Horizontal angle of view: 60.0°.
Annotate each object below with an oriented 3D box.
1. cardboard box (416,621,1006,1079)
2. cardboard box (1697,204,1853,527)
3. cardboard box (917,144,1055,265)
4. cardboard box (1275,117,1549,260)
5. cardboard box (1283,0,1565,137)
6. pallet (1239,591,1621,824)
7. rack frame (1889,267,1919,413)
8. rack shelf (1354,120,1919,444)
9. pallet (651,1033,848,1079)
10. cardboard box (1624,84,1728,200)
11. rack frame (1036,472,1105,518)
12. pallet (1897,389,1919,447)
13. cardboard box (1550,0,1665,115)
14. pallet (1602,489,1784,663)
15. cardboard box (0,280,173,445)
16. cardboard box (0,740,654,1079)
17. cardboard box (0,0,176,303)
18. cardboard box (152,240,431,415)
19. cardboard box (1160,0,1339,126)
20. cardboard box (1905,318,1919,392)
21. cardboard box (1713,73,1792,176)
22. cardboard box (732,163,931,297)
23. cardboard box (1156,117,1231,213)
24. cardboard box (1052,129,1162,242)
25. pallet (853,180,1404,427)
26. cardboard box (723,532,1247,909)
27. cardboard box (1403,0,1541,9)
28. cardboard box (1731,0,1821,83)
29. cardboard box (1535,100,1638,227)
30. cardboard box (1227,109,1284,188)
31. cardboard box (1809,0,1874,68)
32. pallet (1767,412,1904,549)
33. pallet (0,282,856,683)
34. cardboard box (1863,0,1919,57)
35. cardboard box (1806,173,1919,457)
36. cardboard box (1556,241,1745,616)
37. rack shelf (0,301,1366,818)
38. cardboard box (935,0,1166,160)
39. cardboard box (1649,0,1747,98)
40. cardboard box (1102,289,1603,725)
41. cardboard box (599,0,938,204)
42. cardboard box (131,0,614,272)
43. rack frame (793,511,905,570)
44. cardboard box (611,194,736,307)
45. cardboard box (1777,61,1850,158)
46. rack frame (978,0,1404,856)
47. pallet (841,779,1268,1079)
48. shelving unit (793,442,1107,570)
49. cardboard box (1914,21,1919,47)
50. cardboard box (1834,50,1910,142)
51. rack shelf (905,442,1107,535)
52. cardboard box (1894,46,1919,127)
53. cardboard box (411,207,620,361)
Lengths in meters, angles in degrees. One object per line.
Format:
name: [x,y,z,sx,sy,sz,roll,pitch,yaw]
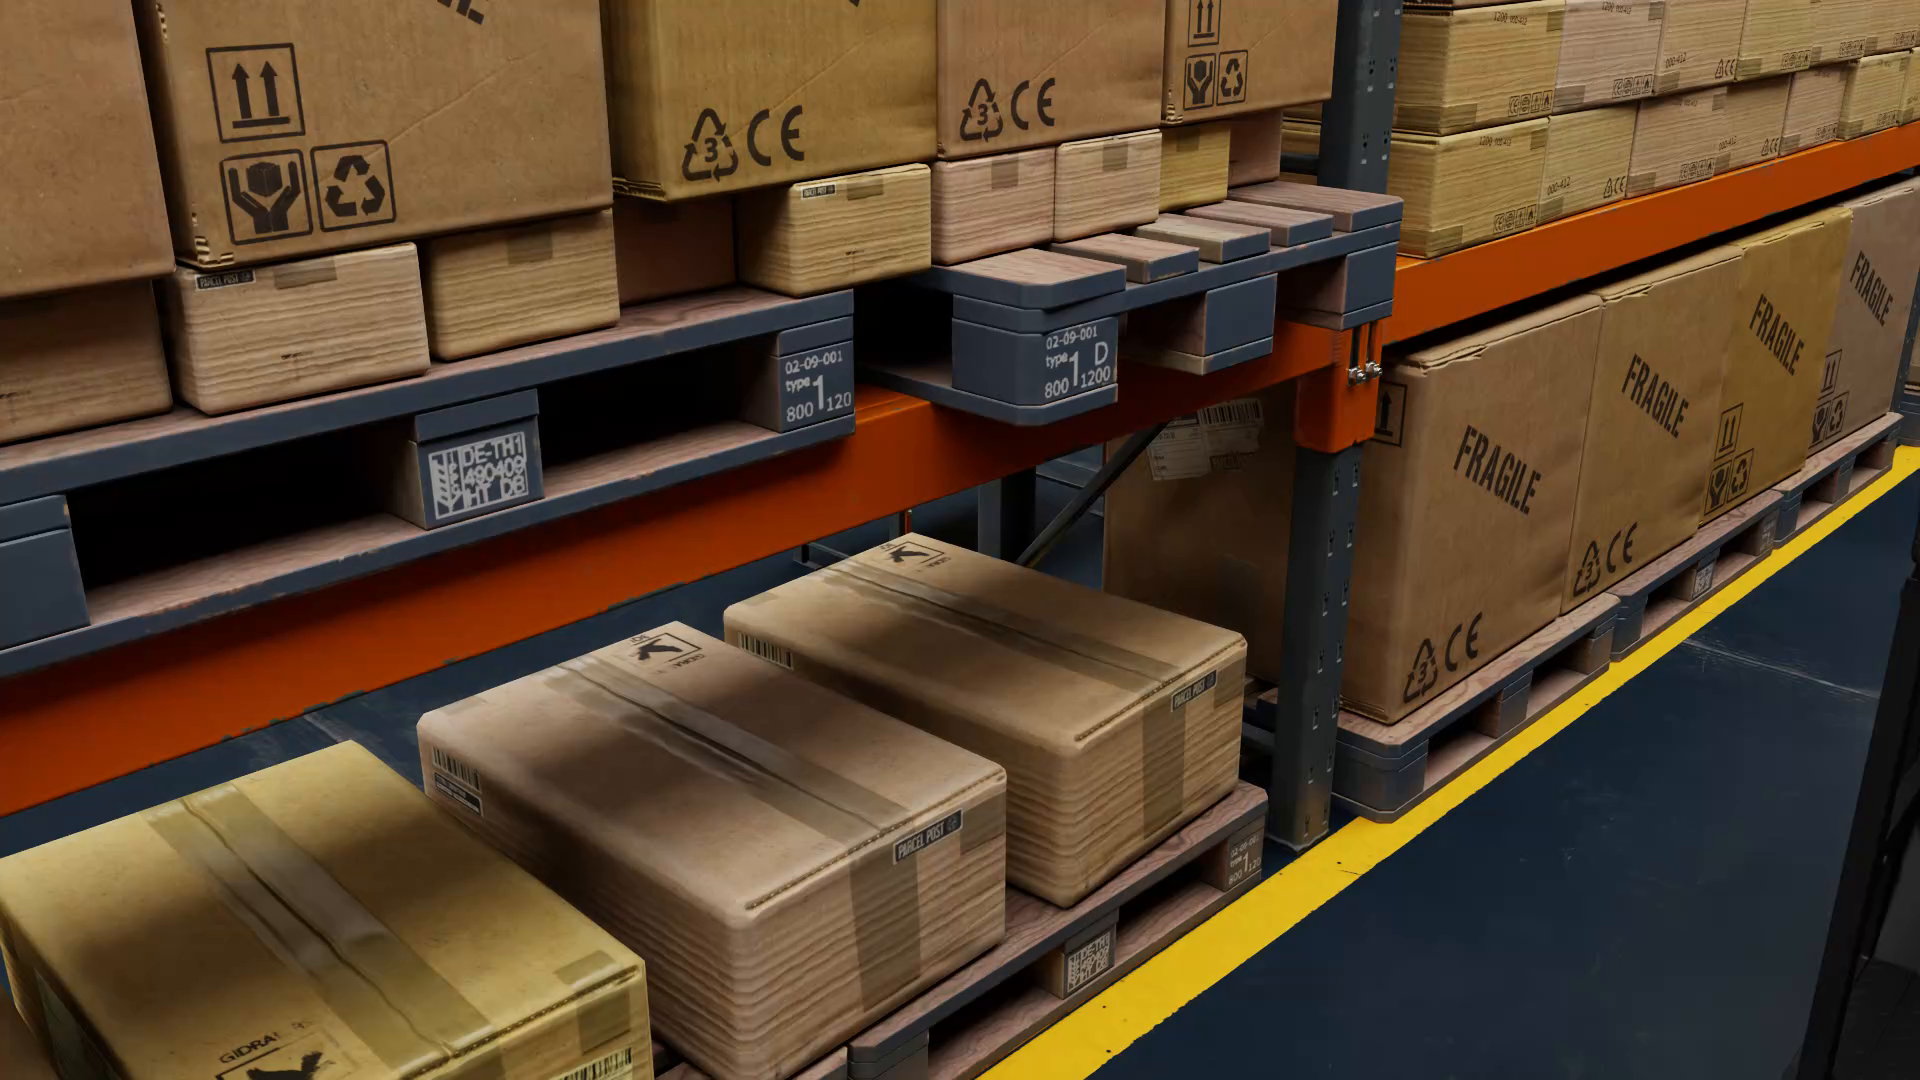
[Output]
cardboard box: [-0.467,0.533,3.083,0.950,0.372,0.625,19,28,40]
cardboard box: [2.234,-0.651,5.462,0.875,0.875,0.875,-19,28,-40]
cardboard box: [-0.077,-0.542,2.567,0.380,0.149,0.250,18,27,38]
cardboard box: [0.965,-0.824,3.748,0.500,0.250,0.500,19,28,40]
cardboard box: [0.974,-1.063,3.673,0.500,0.250,0.500,19,28,40]
pallet: [1.048,0.286,4.536,1.003,0.211,1.213,19,28,41]
rack frame: [3.234,-1.860,6.232,1.000,3.000,0.127,19,28,41]
rack shelf: [1.839,-1.010,5.024,1.077,0.370,4.000,19,28,41]
pallet: [-0.954,0.983,2.724,1.003,0.211,1.213,19,28,41]
cardboard box: [1.681,-1.094,4.450,0.500,0.250,0.500,-19,28,-40]
rack frame: [0.359,-0.657,5.717,0.500,1.125,0.032,19,28,41]
pallet: [3.821,-0.734,7.190,1.003,0.211,1.213,19,28,41]
cardboard box: [1.335,-1.196,4.018,0.500,0.250,0.500,-19,28,-41]
pallet: [1.899,-0.026,5.348,1.003,0.211,1.213,19,28,41]
cardboard box: [-1.028,-0.218,1.725,0.380,0.149,0.250,20,28,41]
cardboard box: [-1.000,0.727,2.580,0.625,0.372,0.950,-19,28,-40]
cardboard box: [-1.111,-0.486,1.519,0.500,0.500,0.500,19,28,40]
cardboard box: [-0.806,-0.273,1.869,0.250,0.149,0.380,-19,28,-40]
cardboard box: [0.326,-1.027,2.926,0.500,0.500,0.500,18,28,39]
cardboard box: [3.749,-0.994,6.967,0.875,0.438,0.875,19,28,40]
cardboard box: [2.023,-1.222,4.782,0.500,0.250,0.500,19,28,41]
cardboard box: [-0.259,-0.467,2.374,0.250,0.149,0.380,-20,28,-41]
cardboard box: [0.248,-0.680,2.928,0.250,0.149,0.380,-20,28,-41]
cardboard box: [0.105,-0.604,2.731,0.380,0.149,0.250,19,28,40]
pallet: [0.023,-0.532,3.046,1.213,0.211,1.003,19,28,41]
cardboard box: [0.042,0.342,3.582,0.950,0.372,0.625,17,27,37]
cardboard box: [0.963,-1.411,3.531,0.500,0.500,0.500,18,27,39]
cardboard box: [2.055,-1.448,4.673,0.500,0.250,0.500,-20,28,-41]
cardboard box: [1.311,-0.961,4.103,0.500,0.250,0.500,18,28,39]
cardboard box: [0.383,-0.767,3.155,0.250,0.149,0.380,-19,28,-40]
cardboard box: [2.400,-1.584,5.027,0.500,0.250,0.500,-19,28,-41]
pallet: [2.750,-0.341,6.168,1.003,0.211,1.213,19,28,41]
pallet: [-0.908,-0.223,2.241,1.003,0.211,1.213,19,28,41]
cardboard box: [2.757,-1.719,5.377,0.500,0.250,0.500,-19,28,-41]
cardboard box: [2.859,-0.885,6.072,0.875,0.875,0.875,-19,28,-40]
cardboard box: [1.610,-0.421,4.865,0.875,0.875,0.875,20,29,41]
rack shelf: [-0.952,0.018,2.349,1.077,0.370,4.000,19,28,41]
cardboard box: [-0.027,-0.891,2.573,0.500,0.500,0.500,19,28,40]
cardboard box: [1.692,-1.321,4.343,0.500,0.250,0.500,19,28,40]
cardboard box: [0.985,-0.193,4.271,0.875,0.875,0.875,19,28,40]
cardboard box: [-0.378,-0.761,2.234,0.500,0.500,0.500,17,27,37]
cardboard box: [-0.760,-0.621,1.870,0.500,0.500,0.500,18,27,39]
rack frame: [-0.350,-0.396,5.037,0.500,1.125,0.032,19,28,41]
cardboard box: [-0.524,-0.434,2.288,0.380,0.149,0.250,20,28,41]
cardboard box: [2.380,-1.356,5.130,0.500,0.250,0.500,18,28,39]
rack frame: [0.444,-0.832,3.557,1.000,3.000,0.127,19,28,41]
pallet: [-0.103,0.670,3.536,1.003,0.211,1.213,19,28,41]
shelving unit: [0.005,-0.527,5.377,0.538,1.125,1.048,19,28,41]
cardboard box: [3.101,-1.849,5.717,0.500,0.250,0.500,19,28,41]
cardboard box: [2.746,-1.481,5.455,0.500,0.250,0.500,19,28,40]
rack shelf: [0.005,-0.299,5.465,0.538,0.278,1.000,19,28,41]
cardboard box: [3.102,-1.611,5.795,0.500,0.250,0.500,18,28,39]
cardboard box: [-0.641,-0.349,2.067,0.380,0.149,0.250,18,27,39]
